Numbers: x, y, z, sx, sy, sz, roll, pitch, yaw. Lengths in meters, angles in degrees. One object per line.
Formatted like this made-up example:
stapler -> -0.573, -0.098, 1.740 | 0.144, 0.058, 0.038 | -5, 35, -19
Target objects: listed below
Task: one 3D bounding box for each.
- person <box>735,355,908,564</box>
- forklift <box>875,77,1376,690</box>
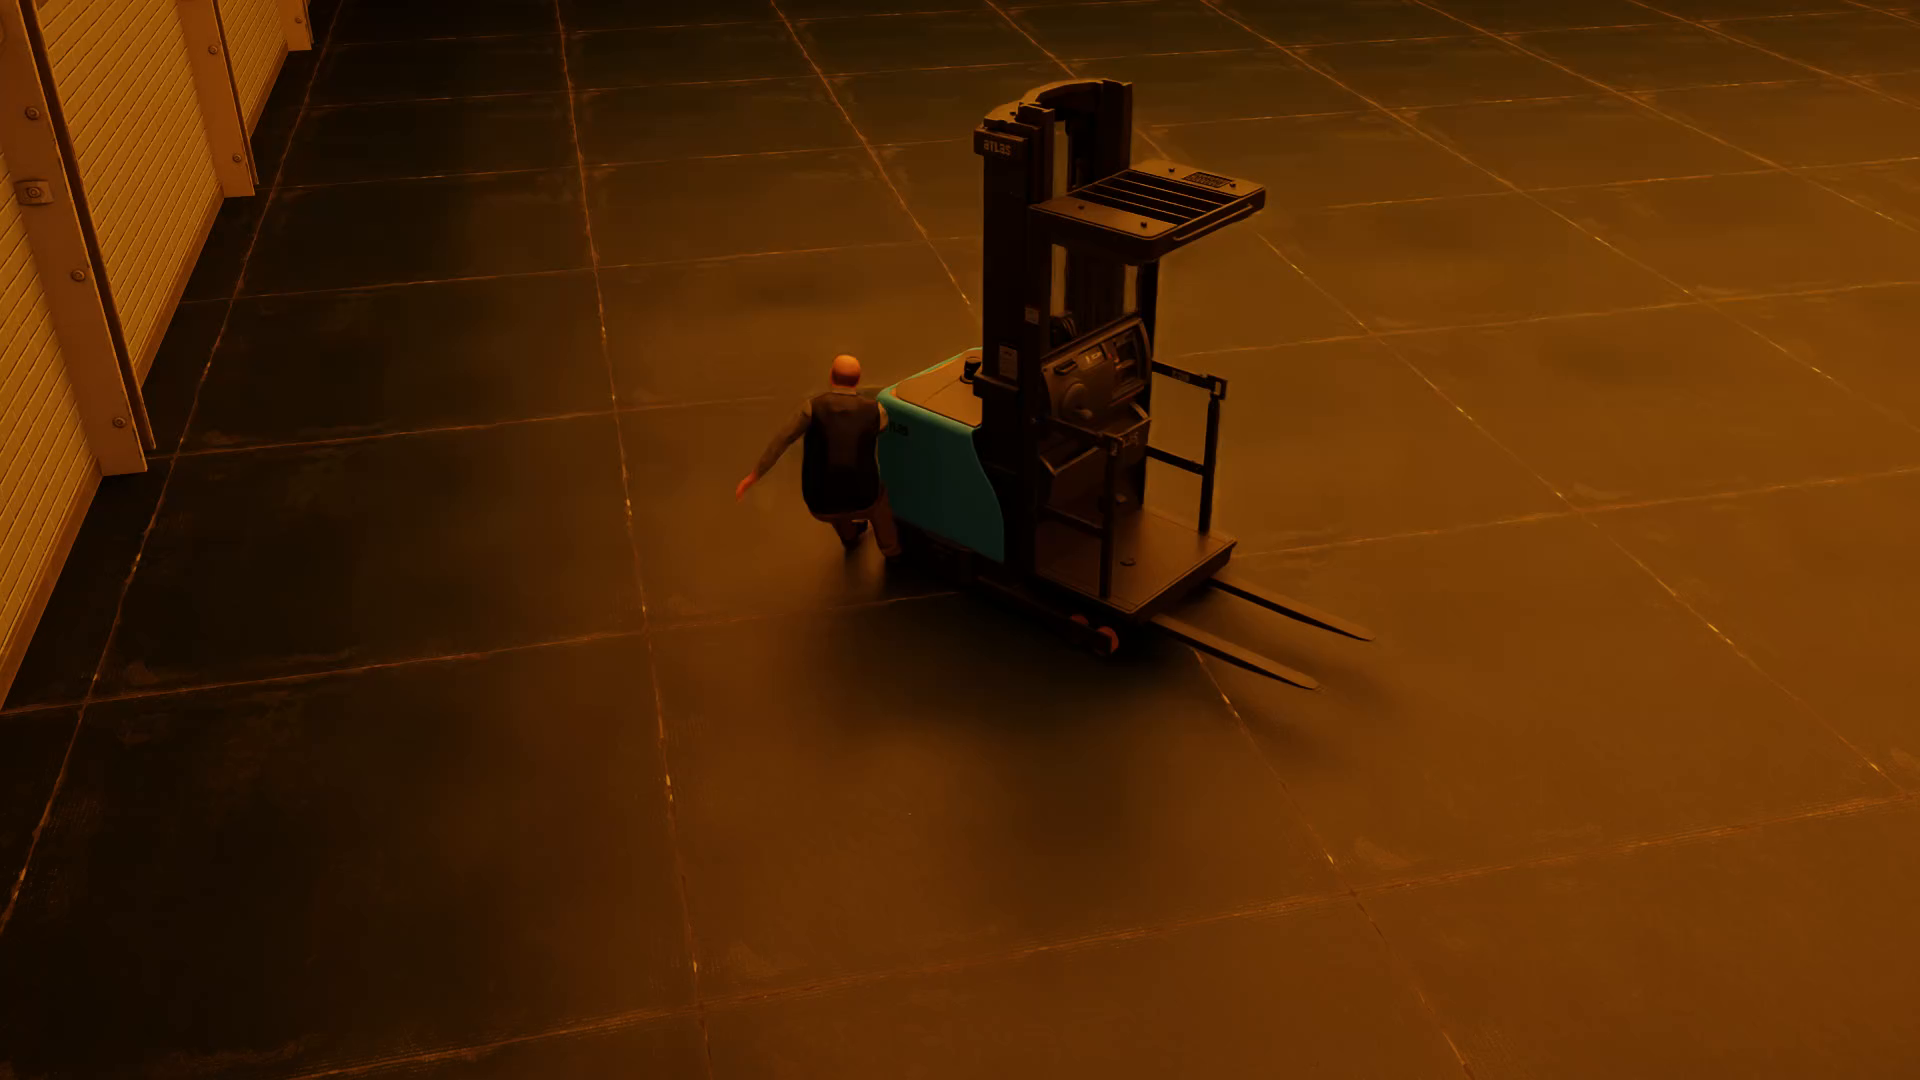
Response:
person -> -0.810, -0.425, 9.857 | 1.047, 1.458, 0.934 | -4, 30, -6
forklift -> 0.925, -0.914, 9.153 | 3.031, 2.935, 1.130 | 23, 37, 34
